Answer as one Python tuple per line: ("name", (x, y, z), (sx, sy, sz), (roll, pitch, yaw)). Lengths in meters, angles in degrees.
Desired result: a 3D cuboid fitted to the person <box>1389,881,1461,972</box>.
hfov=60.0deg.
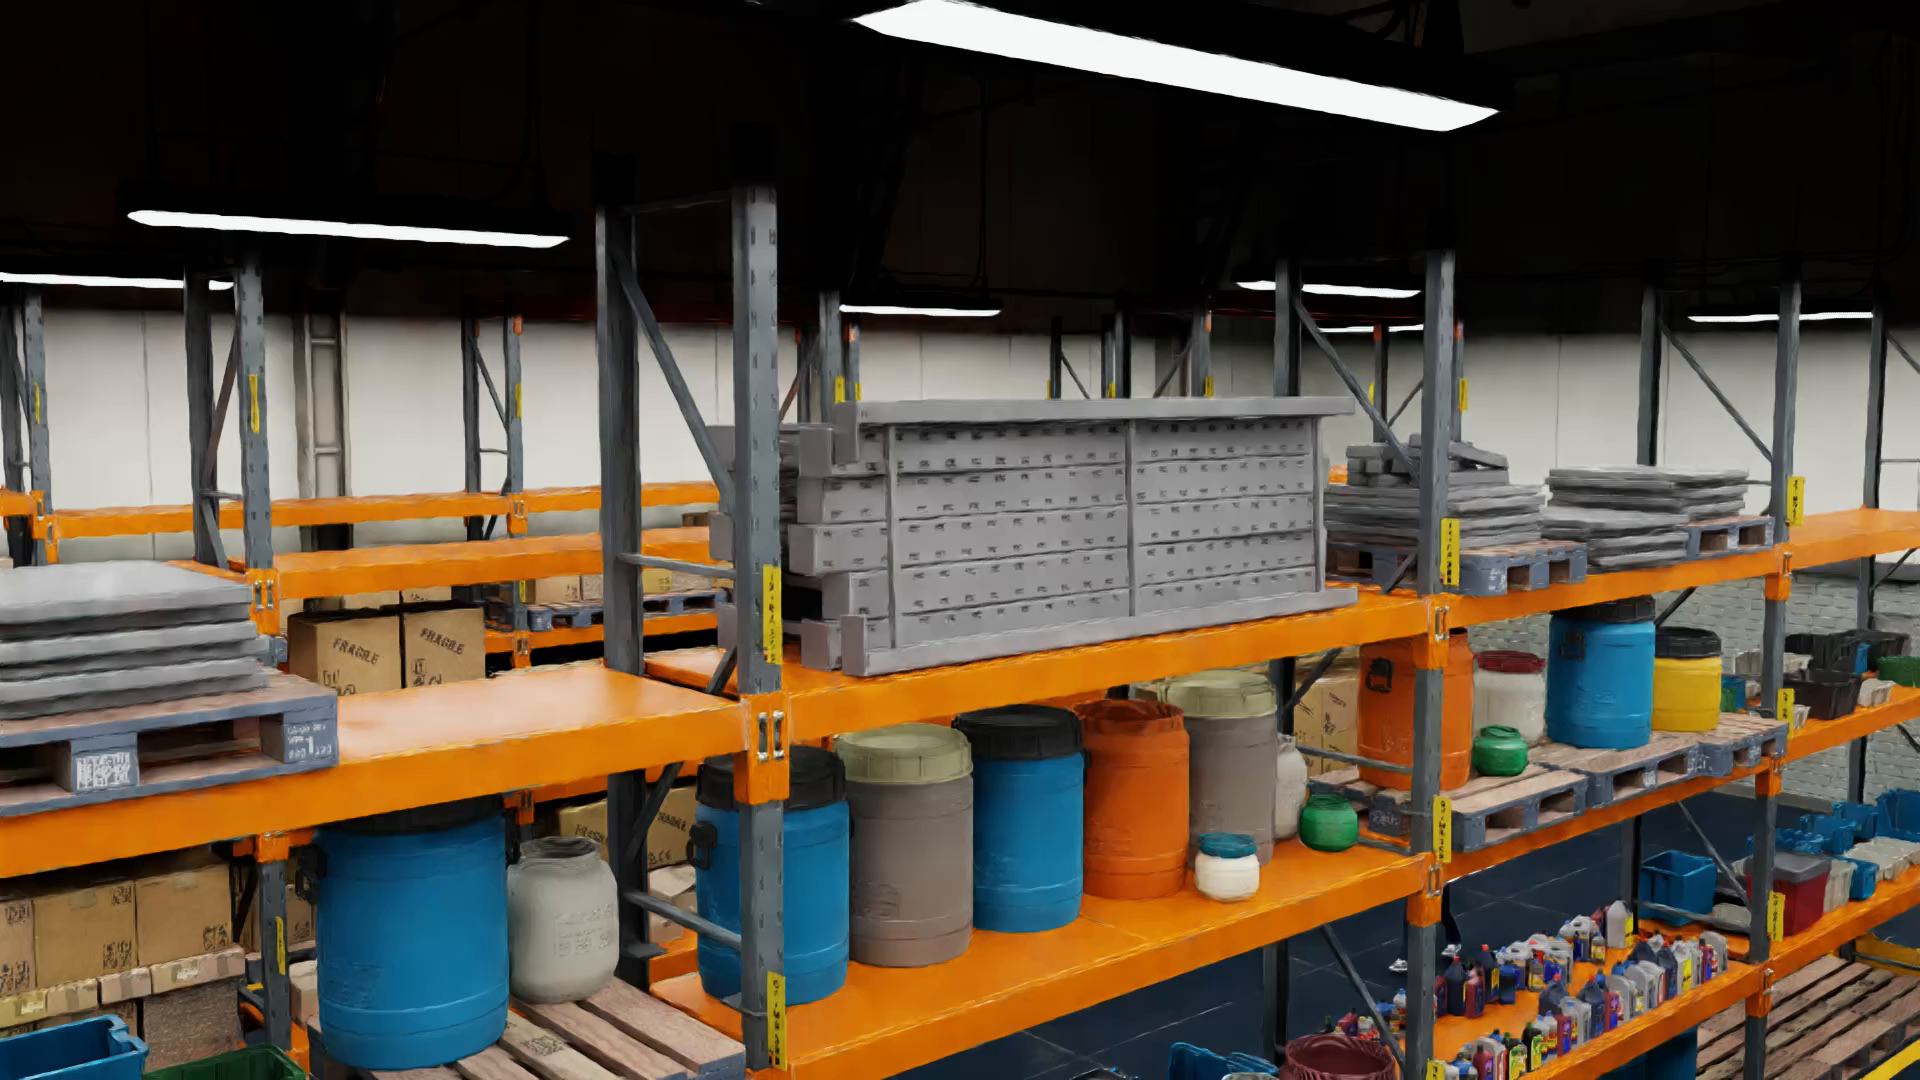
("person", (4.156, 3.003, 14.679), (0.947, 1.539, 0.432), (-5, 7, -42))
